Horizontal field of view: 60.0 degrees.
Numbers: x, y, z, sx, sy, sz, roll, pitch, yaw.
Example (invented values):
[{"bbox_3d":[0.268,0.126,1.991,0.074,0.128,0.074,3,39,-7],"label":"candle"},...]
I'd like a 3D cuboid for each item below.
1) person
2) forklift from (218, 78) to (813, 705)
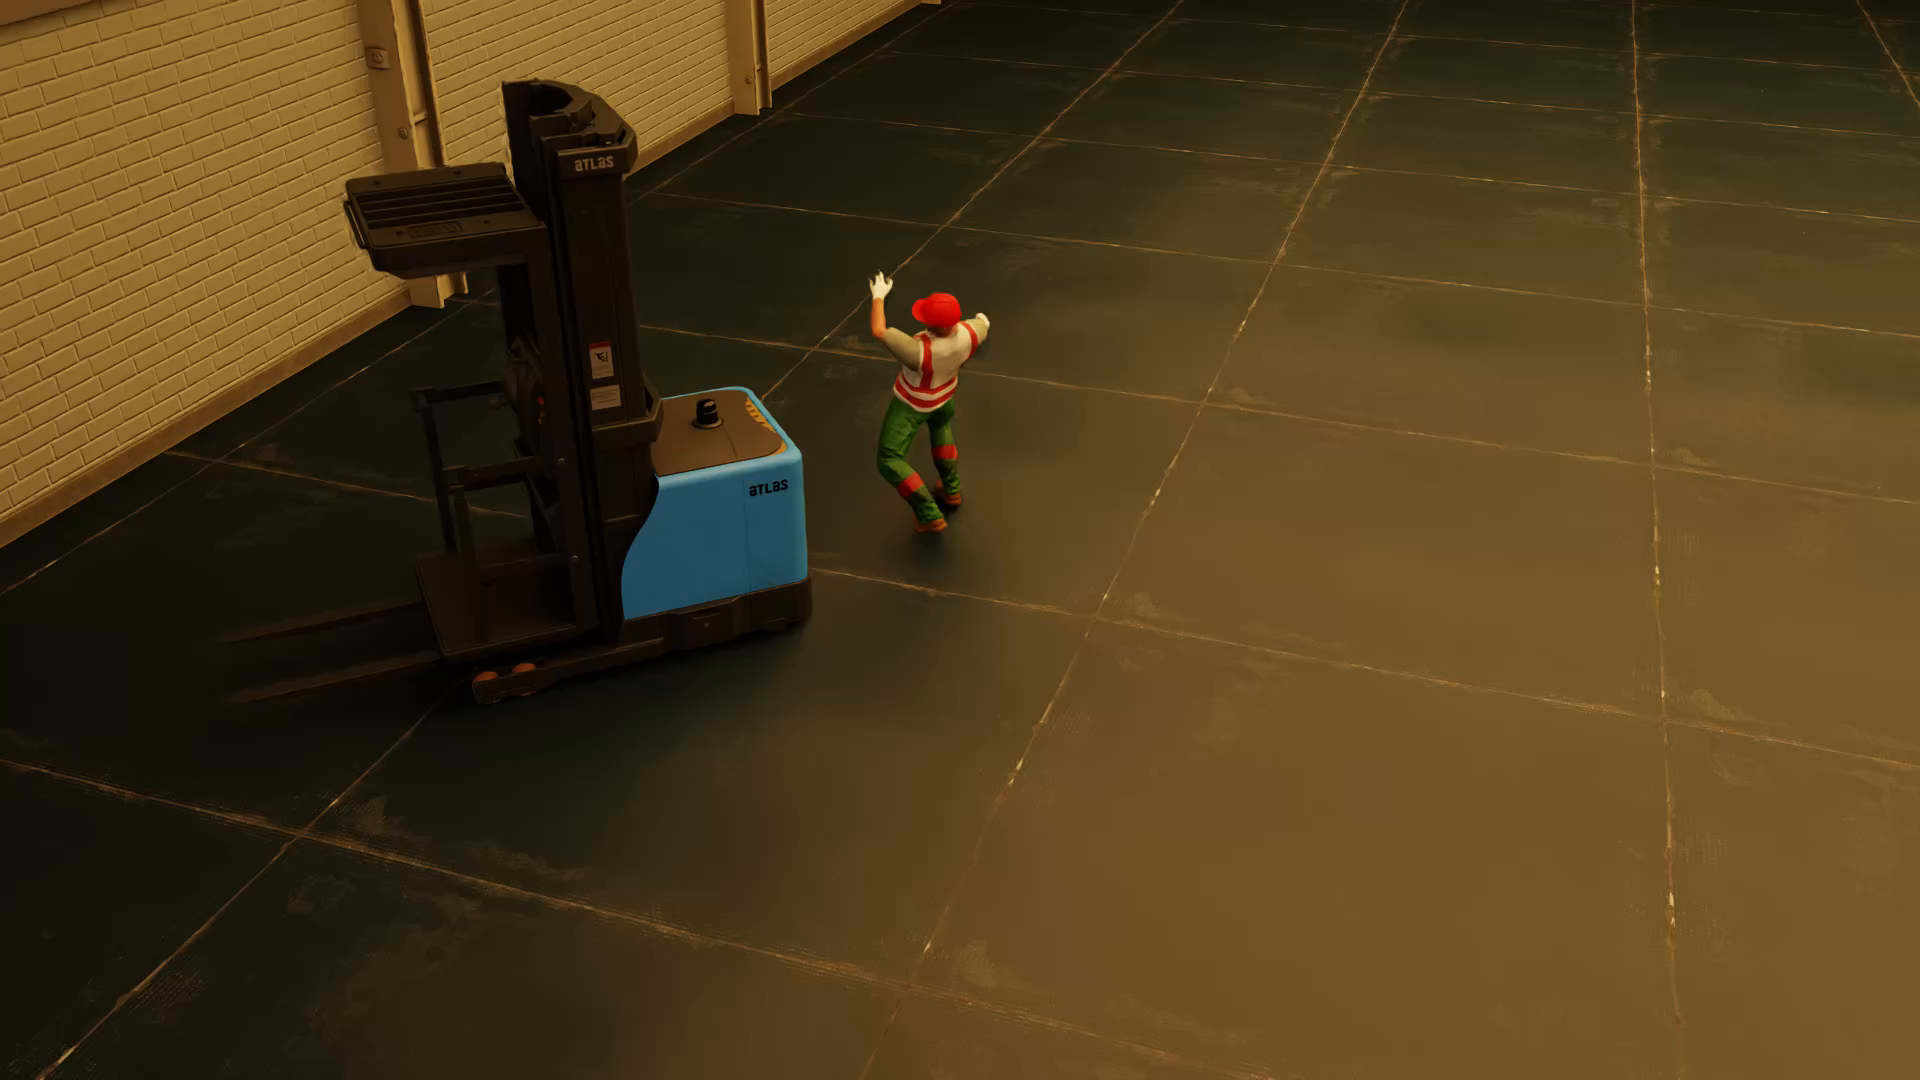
[{"bbox_3d":[-0.123,-0.921,10.111,0.782,1.542,1.045,21,36,32],"label":"person"},{"bbox_3d":[-2.383,-0.722,8.402,3.031,2.935,1.130,-12,32,-21],"label":"forklift"}]
